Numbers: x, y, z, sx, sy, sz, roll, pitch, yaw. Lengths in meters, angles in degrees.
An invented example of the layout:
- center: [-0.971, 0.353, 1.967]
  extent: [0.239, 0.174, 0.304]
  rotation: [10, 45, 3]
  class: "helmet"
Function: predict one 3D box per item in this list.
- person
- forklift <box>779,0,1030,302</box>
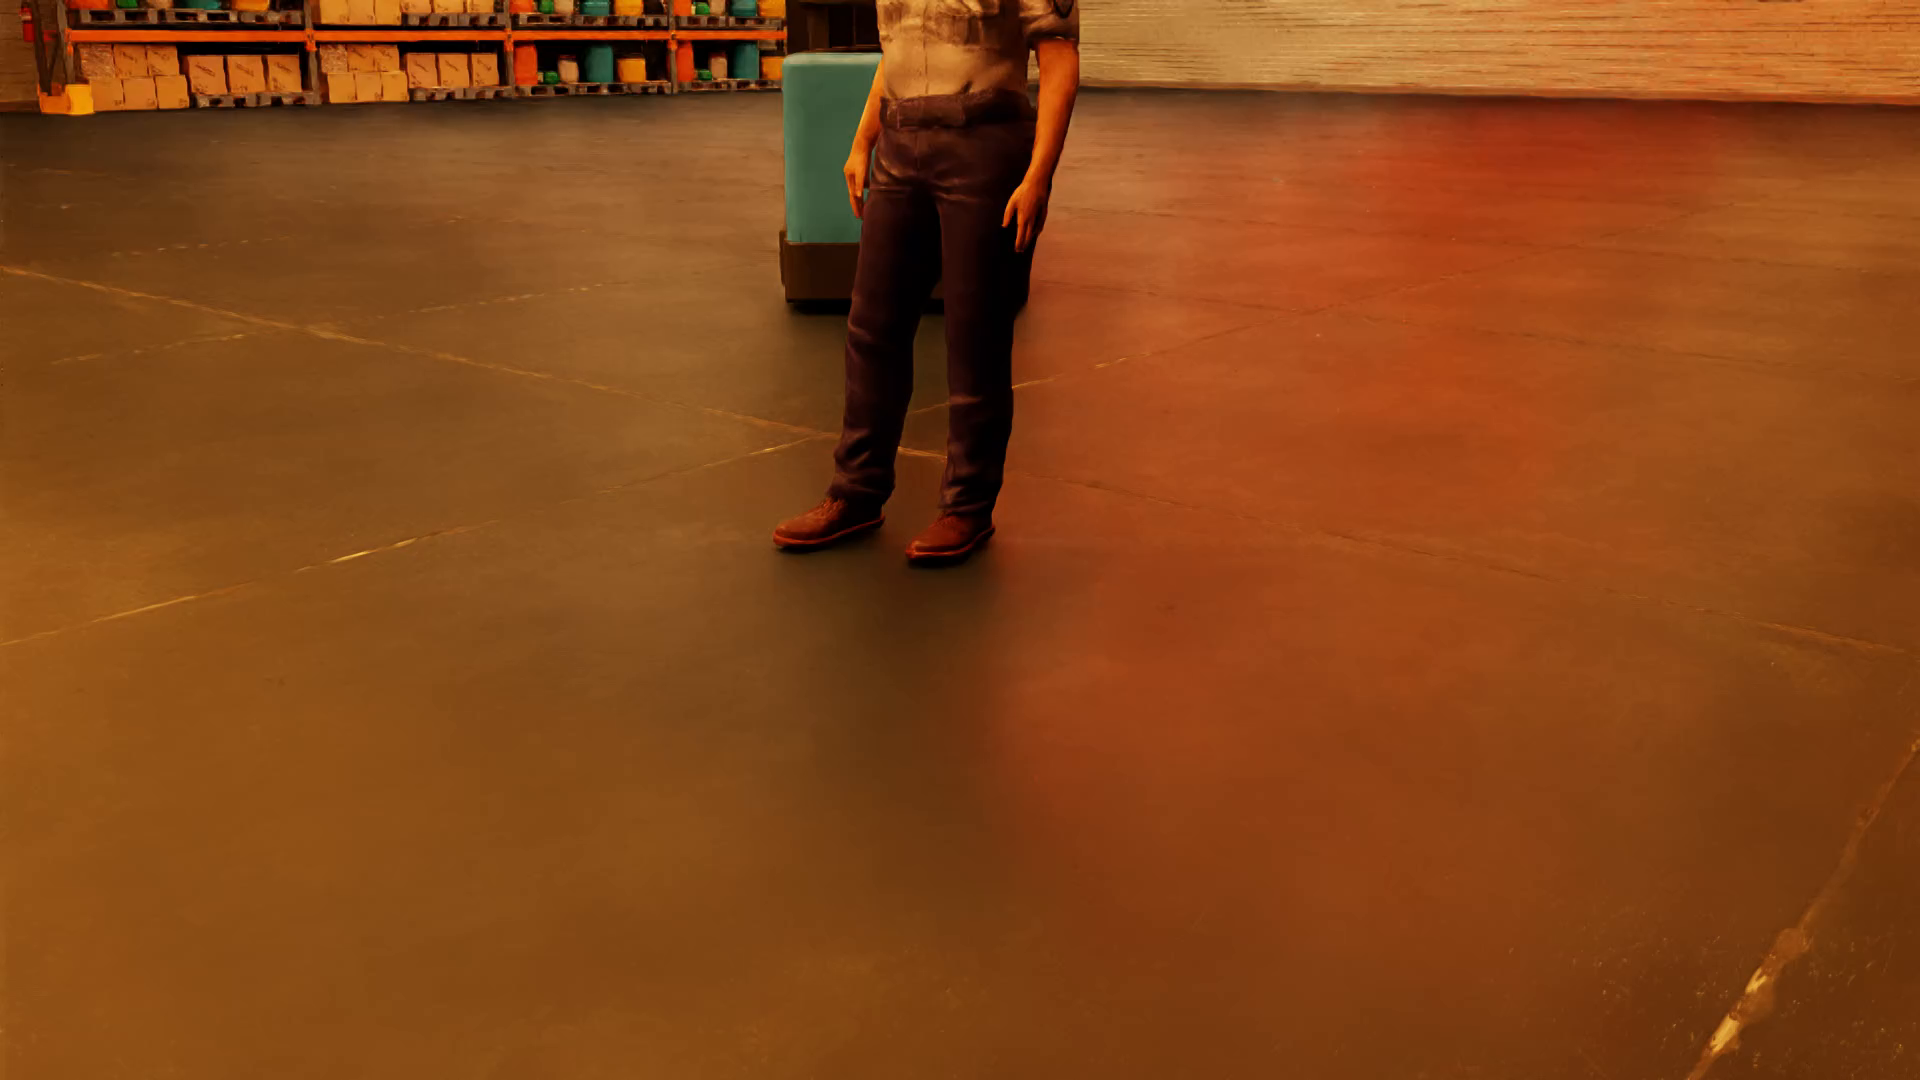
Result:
- center: [-0.075, -0.779, 3.648]
  extent: [0.599, 1.650, 0.502]
  rotation: [13, 21, 37]
  class: "person"
- center: [-0.297, -2.798, 8.113]
  extent: [1.130, 2.935, 3.031]
  rotation: [-1, 17, -3]
  class: "forklift"
